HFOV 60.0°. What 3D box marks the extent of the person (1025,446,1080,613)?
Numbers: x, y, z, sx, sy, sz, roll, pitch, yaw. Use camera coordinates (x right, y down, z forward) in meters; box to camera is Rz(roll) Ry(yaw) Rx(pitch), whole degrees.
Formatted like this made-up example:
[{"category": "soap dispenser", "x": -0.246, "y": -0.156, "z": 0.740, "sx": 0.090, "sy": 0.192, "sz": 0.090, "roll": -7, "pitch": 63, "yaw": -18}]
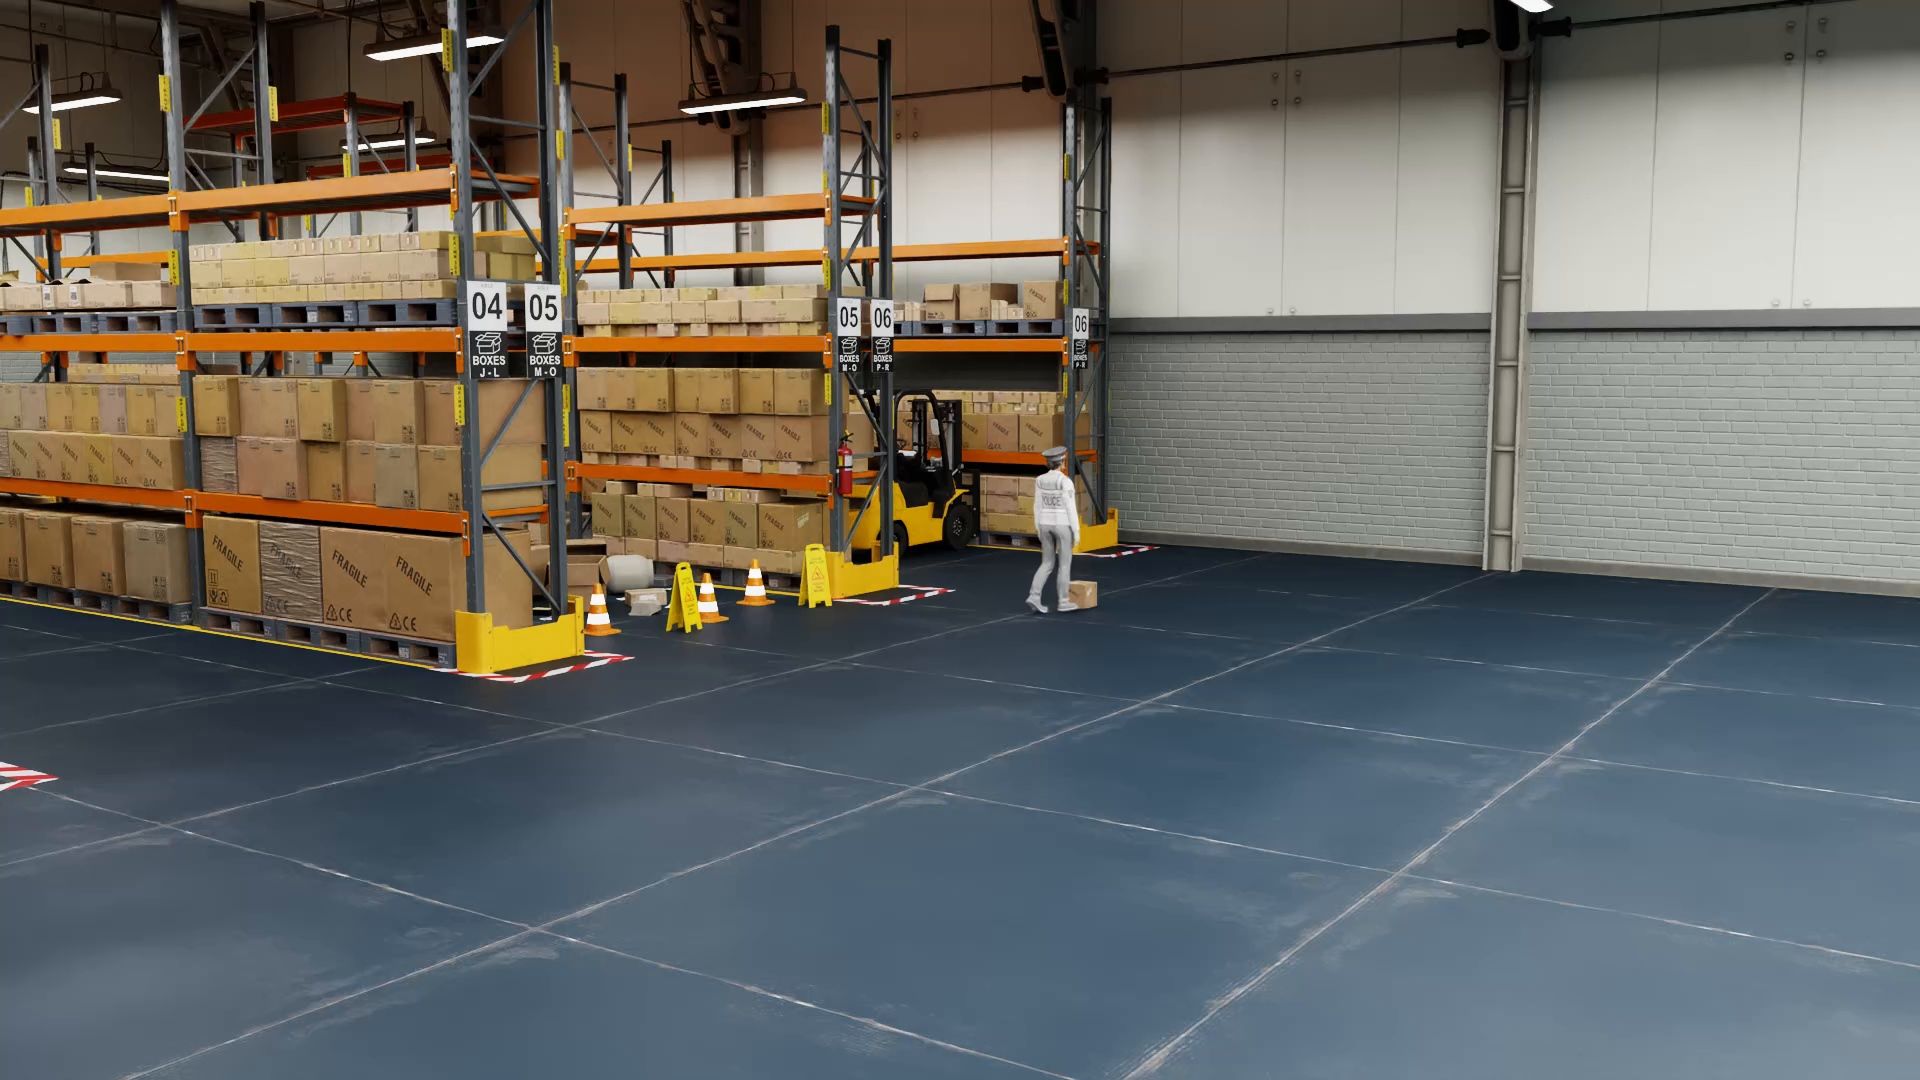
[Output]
[{"category": "person", "x": 0.992, "y": -0.101, "z": 16.798, "sx": 0.506, "sy": 1.691, "sz": 0.521, "roll": 6, "pitch": 9, "yaw": 41}]
